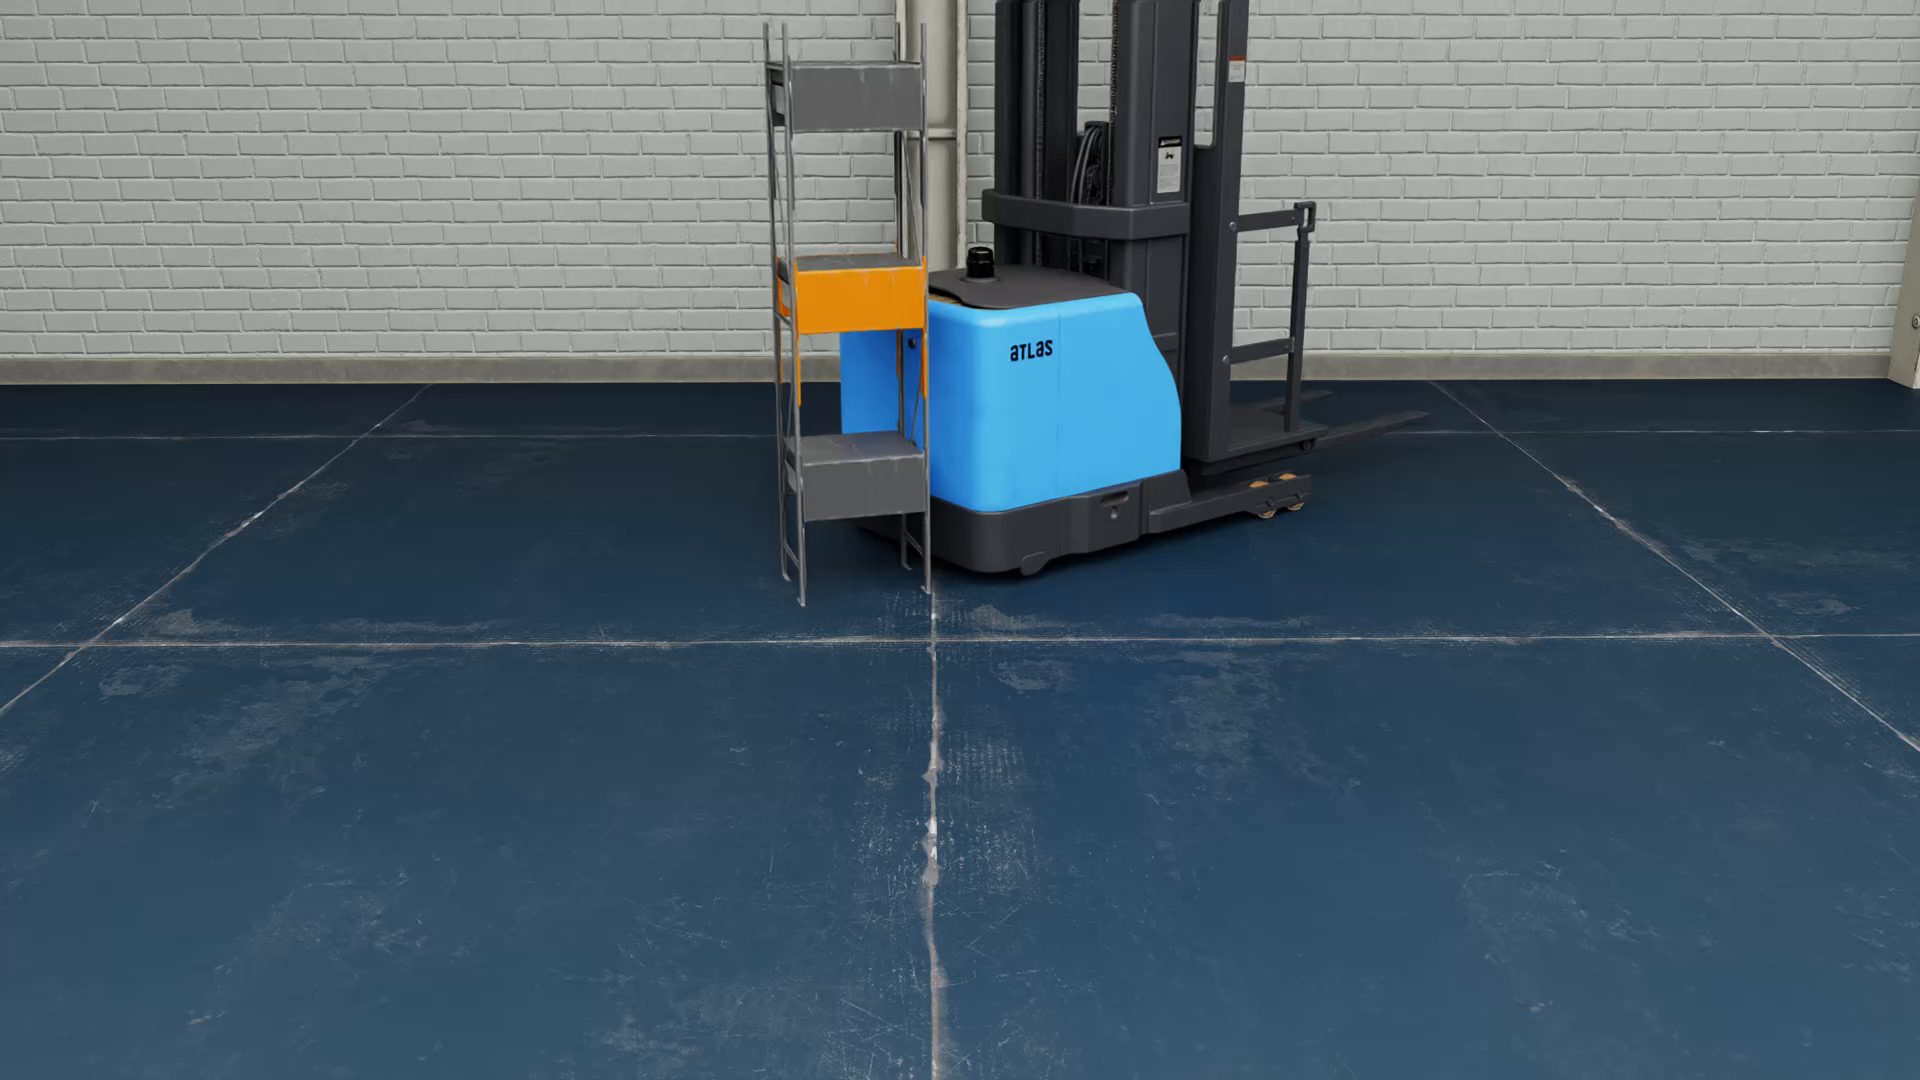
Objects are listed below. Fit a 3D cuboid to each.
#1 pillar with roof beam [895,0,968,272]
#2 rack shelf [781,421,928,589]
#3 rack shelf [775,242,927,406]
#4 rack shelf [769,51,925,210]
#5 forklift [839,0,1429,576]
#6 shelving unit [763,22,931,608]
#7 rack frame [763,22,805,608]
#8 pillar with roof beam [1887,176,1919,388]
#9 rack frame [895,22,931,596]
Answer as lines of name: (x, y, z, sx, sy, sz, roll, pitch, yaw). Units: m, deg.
pillar with roof beam: (-0.092, -3.889, 4.437, 0.400, 9.000, 9.100, 0, 18, -1)
rack shelf: (-0.411, -0.144, 6.394, 0.480, 0.518, 0.431, -5, 18, -16)
rack shelf: (-0.411, -0.810, 6.181, 0.480, 0.518, 0.431, -5, 18, -16)
rack shelf: (-0.411, -1.477, 5.967, 0.480, 0.518, 0.431, -5, 18, -16)
forklift: (0.951, -1.601, 7.241, 3.031, 2.935, 1.130, -14, 22, -37)
shelving unit: (-0.411, -0.823, 6.176, 0.503, 2.100, 0.431, -5, 18, -16)
rack frame: (-0.645, -0.802, 6.111, 0.015, 2.100, 0.400, -5, 18, -16)
pillar with roof beam: (5.907, -3.918, 4.528, 0.400, 9.000, 9.100, 0, 18, -1)
rack frame: (-0.177, -0.844, 6.242, 0.015, 2.100, 0.400, -5, 18, -16)
